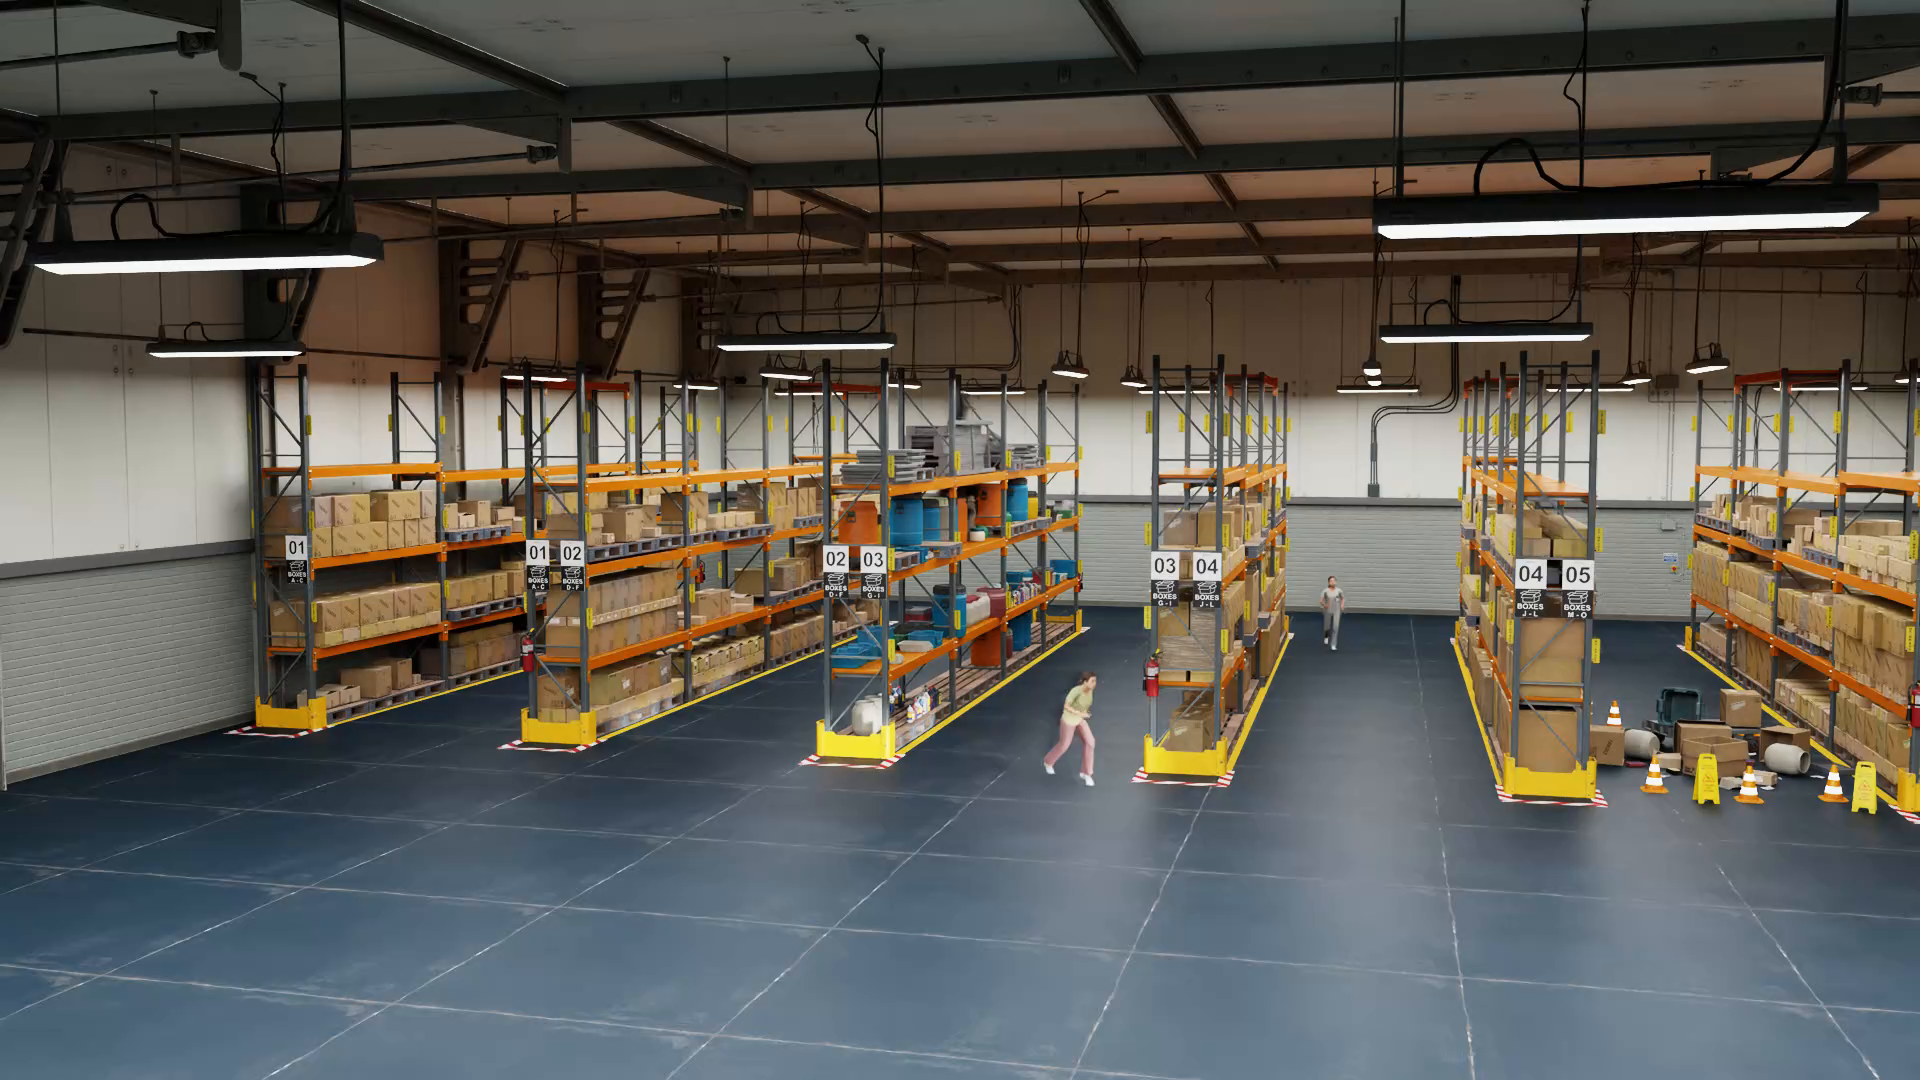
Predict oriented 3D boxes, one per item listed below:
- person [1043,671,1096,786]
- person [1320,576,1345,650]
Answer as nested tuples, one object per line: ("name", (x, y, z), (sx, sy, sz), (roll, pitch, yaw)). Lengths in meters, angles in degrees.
("person", (1.545, 2.615, 23.423), (0.963, 1.627, 0.617), (4, 5, 43))
("person", (8.328, 1.624, 37.163), (0.574, 1.628, 0.758), (0, 4, 7))
